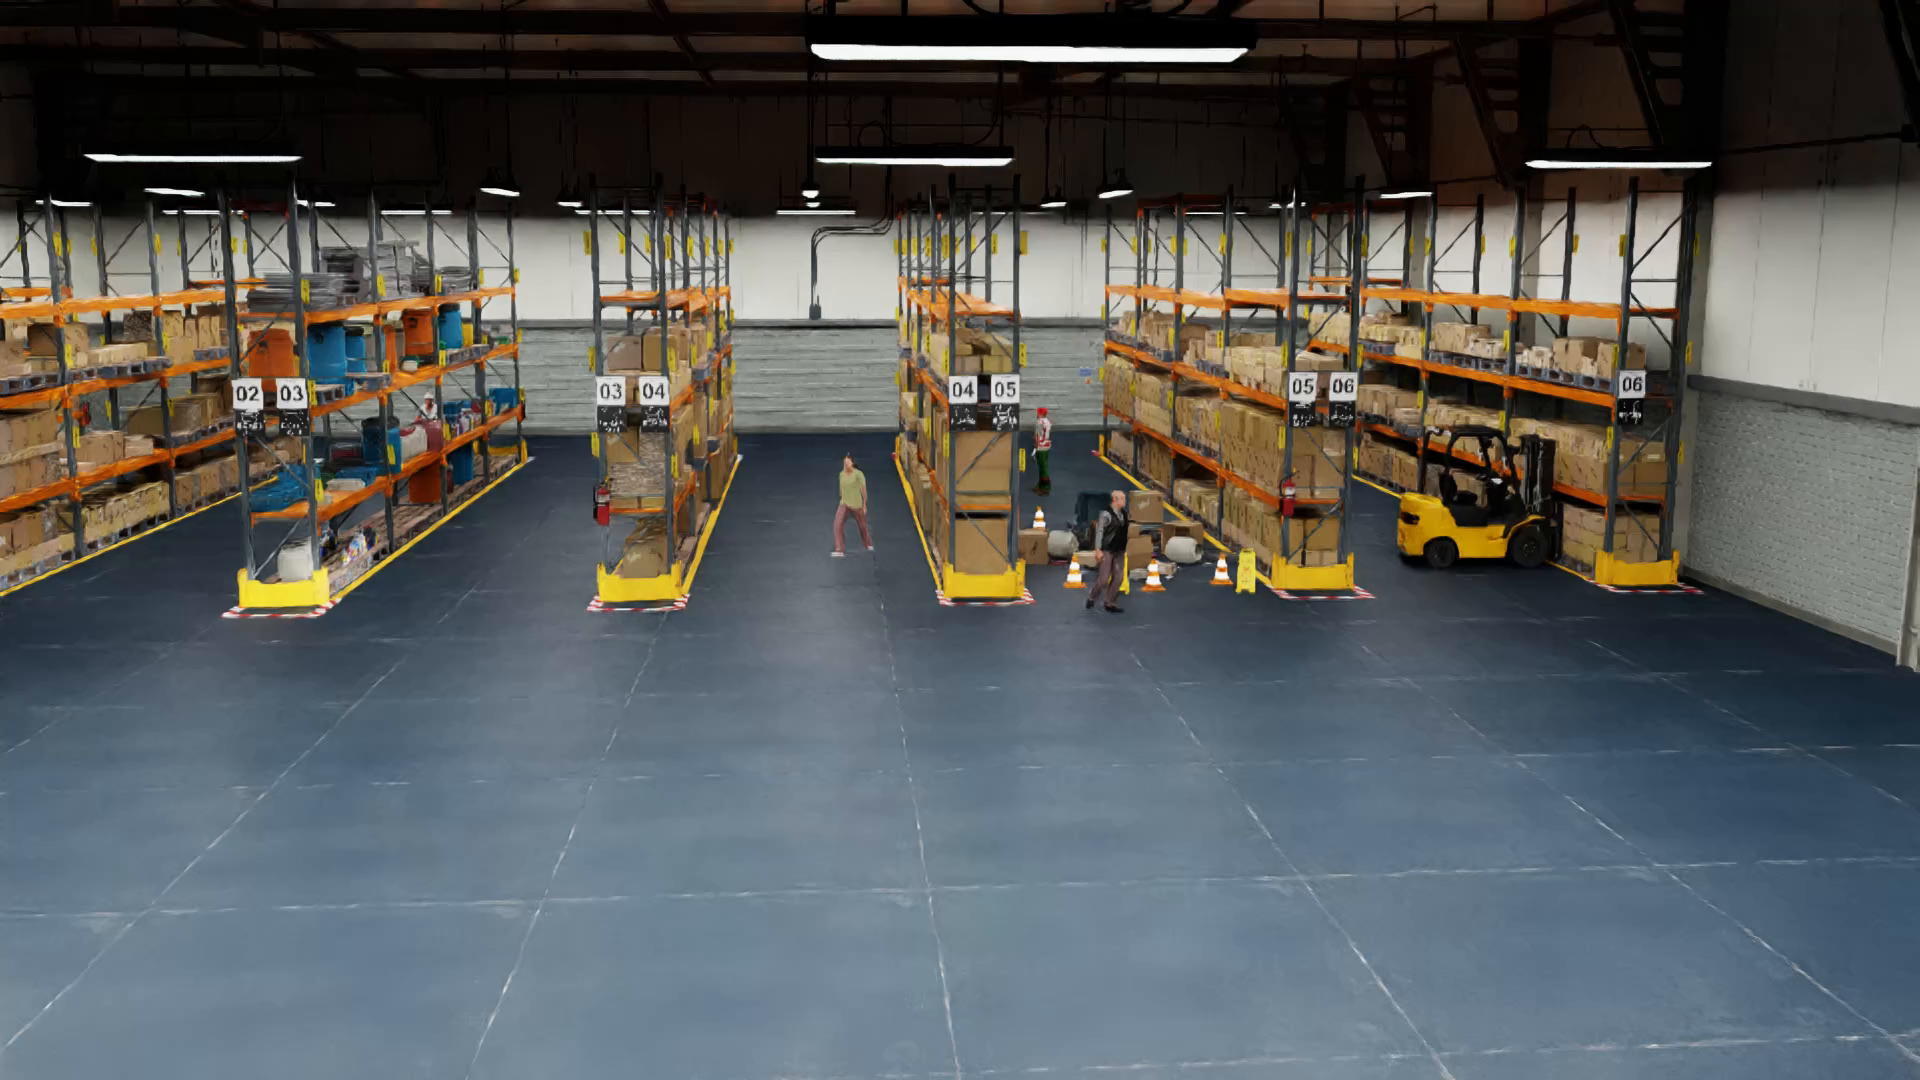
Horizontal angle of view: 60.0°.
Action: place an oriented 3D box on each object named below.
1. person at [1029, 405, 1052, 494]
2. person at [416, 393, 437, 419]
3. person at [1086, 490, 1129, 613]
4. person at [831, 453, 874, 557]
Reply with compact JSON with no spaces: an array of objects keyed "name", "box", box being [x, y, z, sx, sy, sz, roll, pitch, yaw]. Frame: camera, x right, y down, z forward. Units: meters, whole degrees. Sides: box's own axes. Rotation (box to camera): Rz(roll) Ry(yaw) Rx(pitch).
[{"name":"person","box":[1.652,-1.864,34.042,0.547,1.785,0.646,4,11,24]},{"name":"person","box":[-12.050,-2.498,37.890,0.677,1.741,0.551,-1,10,-5]},{"name":"person","box":[2.041,0.141,23.007,0.576,1.710,0.541,-8,13,-40]},{"name":"person","box":[-1.643,-0.556,25.581,0.491,1.597,0.944,3,10,17]}]
